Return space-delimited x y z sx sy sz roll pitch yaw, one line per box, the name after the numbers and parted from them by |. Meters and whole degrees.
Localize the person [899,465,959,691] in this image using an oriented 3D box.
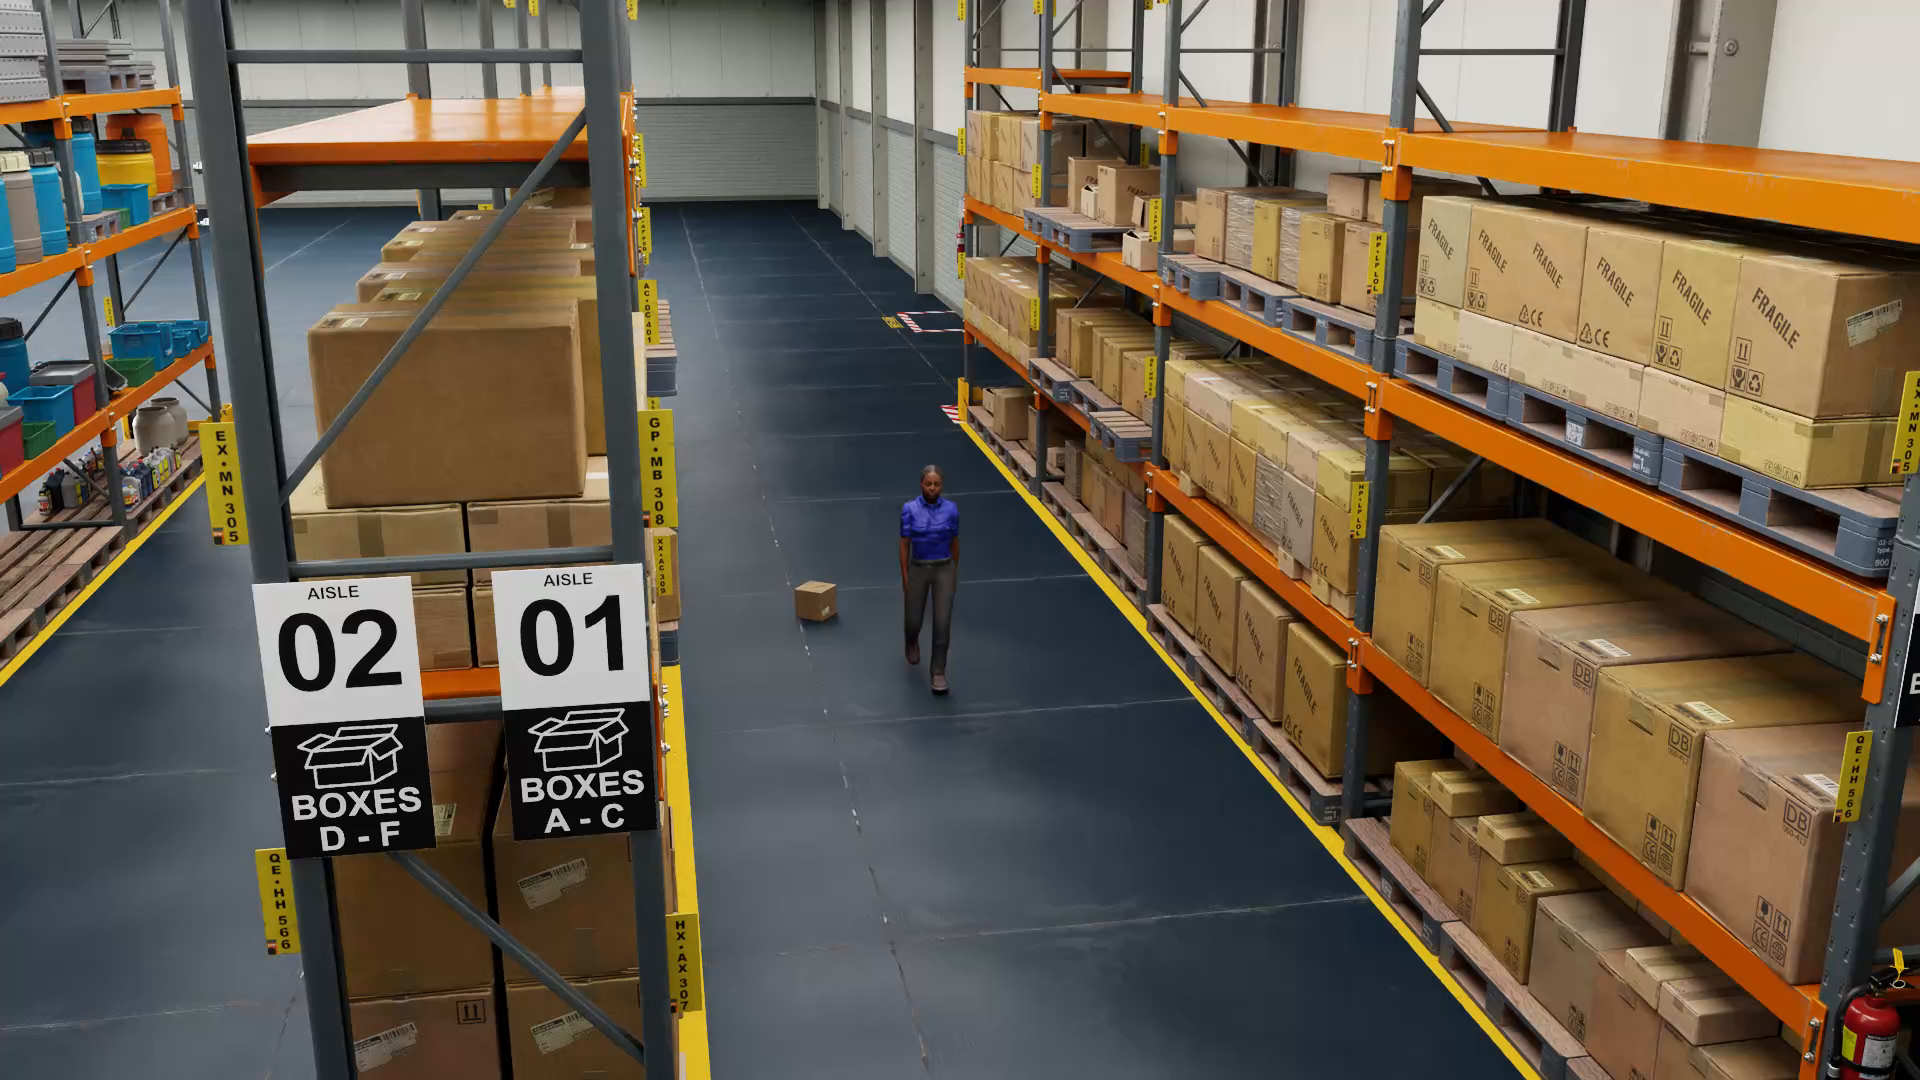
-0.225 0.241 12.173 0.441 1.633 0.640 -2 17 -6 | person
